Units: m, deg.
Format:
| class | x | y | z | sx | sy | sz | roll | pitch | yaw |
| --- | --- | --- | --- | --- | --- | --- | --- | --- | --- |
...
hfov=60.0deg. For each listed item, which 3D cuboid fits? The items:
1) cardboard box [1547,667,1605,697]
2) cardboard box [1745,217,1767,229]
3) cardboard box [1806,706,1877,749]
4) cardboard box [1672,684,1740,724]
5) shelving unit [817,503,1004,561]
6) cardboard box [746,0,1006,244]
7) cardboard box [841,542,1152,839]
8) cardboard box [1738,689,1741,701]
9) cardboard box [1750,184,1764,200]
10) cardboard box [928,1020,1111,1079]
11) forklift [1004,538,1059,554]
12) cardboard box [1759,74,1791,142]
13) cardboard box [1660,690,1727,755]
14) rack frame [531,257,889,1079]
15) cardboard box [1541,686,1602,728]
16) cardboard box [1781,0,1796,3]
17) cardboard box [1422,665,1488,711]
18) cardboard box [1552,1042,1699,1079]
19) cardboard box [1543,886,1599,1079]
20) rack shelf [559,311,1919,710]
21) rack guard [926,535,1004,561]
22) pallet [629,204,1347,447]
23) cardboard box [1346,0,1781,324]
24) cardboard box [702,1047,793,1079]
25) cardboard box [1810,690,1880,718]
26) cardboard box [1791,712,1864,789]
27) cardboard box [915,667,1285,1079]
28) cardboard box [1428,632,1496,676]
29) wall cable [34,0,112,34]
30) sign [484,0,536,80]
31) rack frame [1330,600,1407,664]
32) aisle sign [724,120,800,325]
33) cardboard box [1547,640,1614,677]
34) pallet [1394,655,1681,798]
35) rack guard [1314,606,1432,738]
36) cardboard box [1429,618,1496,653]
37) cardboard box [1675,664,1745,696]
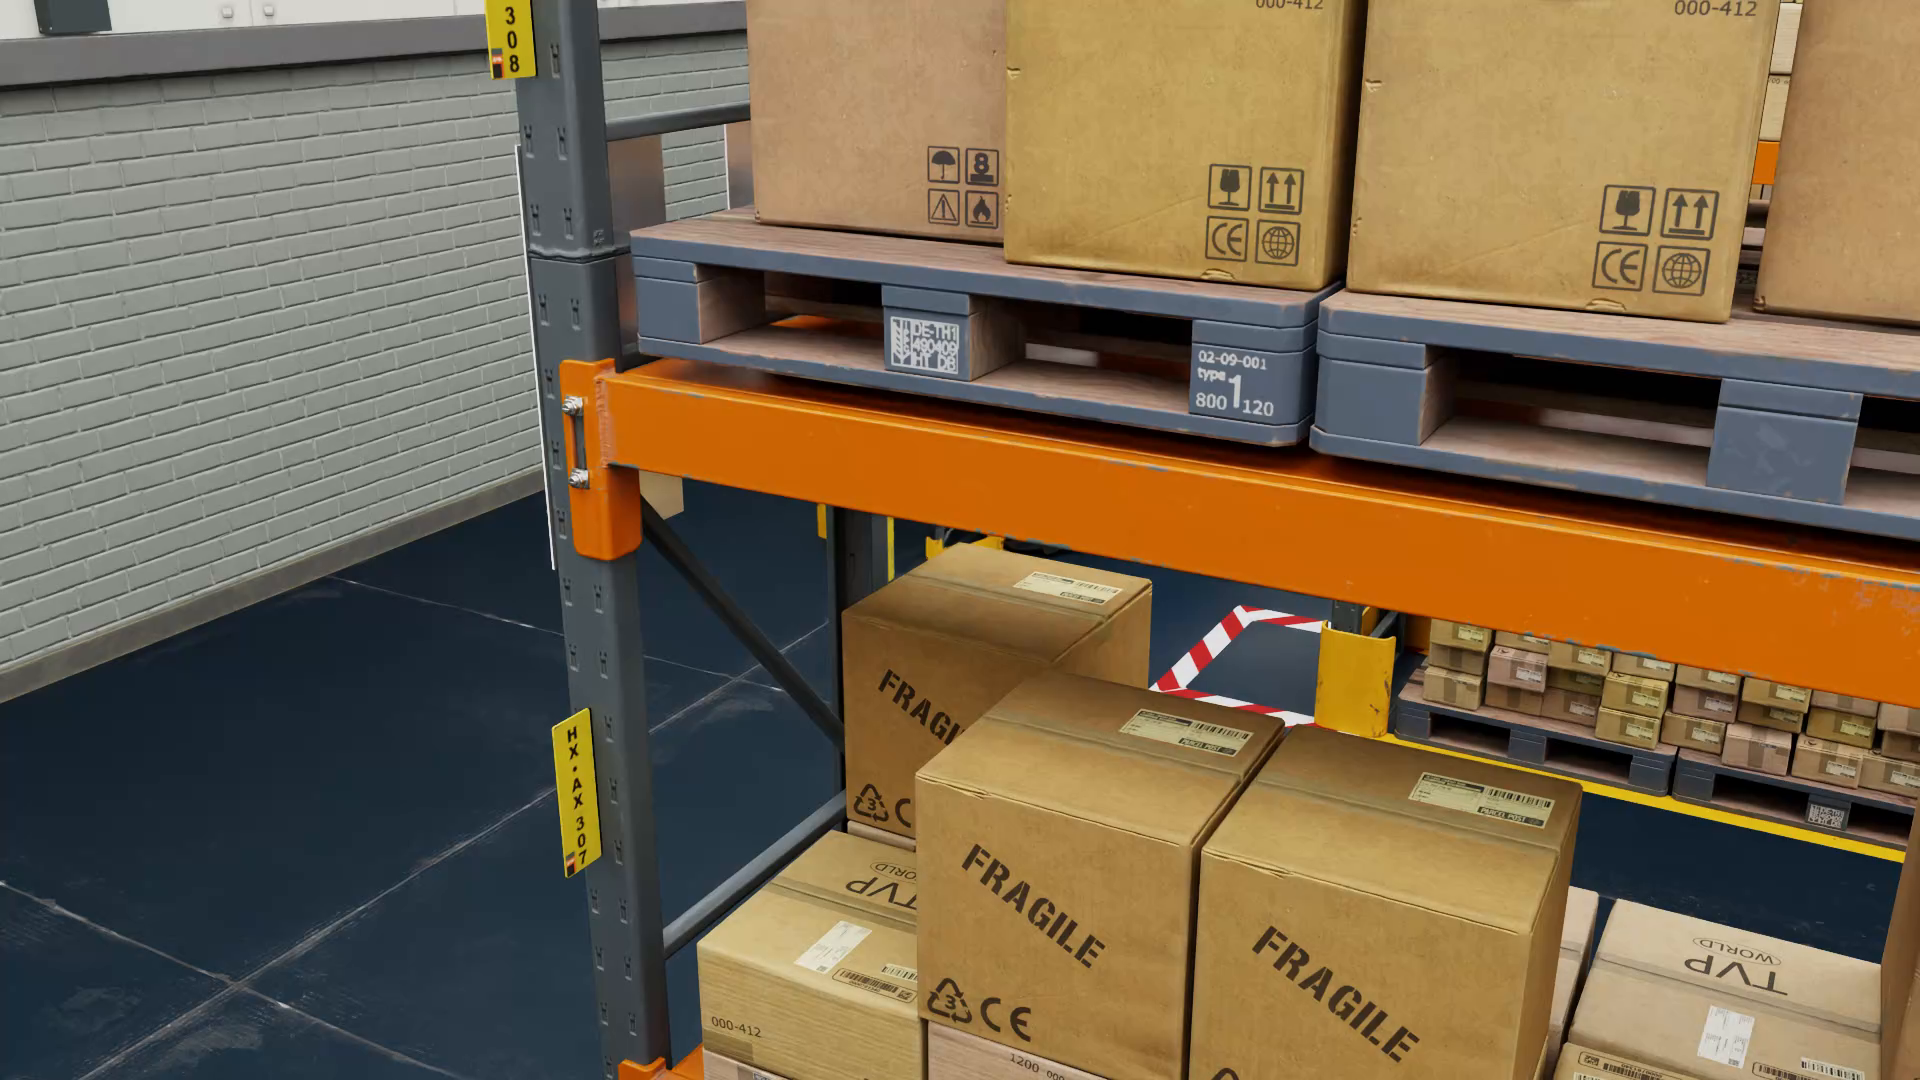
| class | x | y | z | sx | sy | sz | roll | pitch | yaw |
| --- | --- | --- | --- | --- | --- | --- | --- | --- | --- |
| cardboard box | 2.841 | 0.555 | 7.564 | 0.250 | 0.149 | 0.380 | 11 | 23 | 28 |
| cardboard box | 3.190 | -1.016 | 6.718 | 0.500 | 0.500 | 0.500 | 10 | 22 | 26 |
| cardboard box | 3.779 | 0.727 | 7.092 | 0.250 | 0.149 | 0.380 | 12 | 23 | 30 |
| cardboard box | 3.290 | 0.646 | 7.314 | 0.250 | 0.149 | 0.380 | 10 | 22 | 25 |
| shelving unit | -0.312 | -0.665 | 10.000 | 0.587 | 1.500 | 1.083 | -18 | 27 | -41 |
| cardboard box | 0.014 | -0.859 | 3.027 | 0.500 | 0.500 | 0.700 | 9 | 22 | 24 |
| cardboard box | 0.087 | 0.353 | 3.678 | 0.500 | 0.500 | 0.500 | 11 | 23 | 28 |
| cardboard box | 3.540 | 0.623 | 7.813 | 0.250 | 0.149 | 0.380 | 10 | 22 | 25 |
| cardboard box | 5.101 | -2.447 | 11.099 | 0.500 | 0.500 | 0.500 | 10 | 22 | 26 |
| cardboard box | 0.278 | 0.947 | 3.139 | 0.500 | 0.250 | 0.500 | 10 | 22 | 27 |
| forklift | 1.500 | -1.610 | 10.504 | 3.031 | 2.935 | 1.130 | -9 | 22 | -23 |
| cardboard box | 3.222 | -1.706 | 6.491 | 0.500 | 0.250 | 0.500 | 10 | 22 | 26 |
| cardboard box | 3.270 | 0.785 | 7.368 | 0.250 | 0.149 | 0.380 | 11 | 23 | 27 |
| rack frame | -0.466 | 0.772 | 3.839 | 0.127 | 3.000 | 1.000 | 11 | 23 | 27 |
| cardboard box | 2.831 | 0.696 | 7.614 | 0.250 | 0.149 | 0.380 | 11 | 23 | 28 |
| cardboard box | 3.116 | -2.162 | 6.429 | 0.250 | 0.149 | 0.380 | 12 | 23 | 29 |
| cardboard box | 2.342 | 0.637 | 7.775 | 0.250 | 0.149 | 0.380 | 11 | 23 | 28 |
| cardboard box | 1.173 | 1.117 | 2.671 | 0.500 | 0.250 | 0.500 | 10 | 22 | 26 |
| cardboard box | 0.973 | 0.873 | 3.343 | 0.500 | 0.250 | 0.500 | 10 | 22 | 25 |
| rack shelf | 1.280 | 0.032 | 2.533 | 4.000 | 0.370 | 1.077 | 11 | 23 | 27 |
| rack guard | 0.033 | 0.045 | 9.876 | 0.587 | 0.250 | 0.087 | -18 | 27 | -41 |
| pallet | 0.186 | -0.476 | 3.011 | 1.213 | 0.211 | 1.003 | 11 | 23 | 27 |
| cardboard box | 0.921 | -0.658 | 2.473 | 0.500 | 0.500 | 0.700 | 9 | 22 | 24 |
| cardboard box | -0.317 | 1.047 | 3.448 | 0.250 | 0.149 | 0.380 | 11 | 23 | 28 |
| cardboard box | 3.757 | 0.590 | 7.033 | 0.250 | 0.149 | 0.380 | 11 | 23 | 27 |
| cardboard box | 3.699 | 0.890 | 7.076 | 0.250 | 0.149 | 0.380 | 11 | 23 | 27 |
| cardboard box | 0.258 | 0.593 | 3.015 | 0.500 | 0.500 | 0.500 | 10 | 22 | 26 |
| cardboard box | 2.373 | 0.478 | 7.776 | 0.250 | 0.149 | 0.380 | 12 | 23 | 30 |
| wall cable | -3.722 | -5.527 | 7.688 | 0.120 | 5.999 | 2.277 | 11 | 23 | 27 |
| sign | -0.742 | -0.922 | 2.712 | 0.005 | 0.325 | 0.100 | 11 | 23 | 27 |
| rack frame | 2.041 | -0.688 | 7.863 | 0.127 | 3.000 | 1.000 | 11 | 23 | 27 |
| aisle sign | -0.383 | -0.552 | 3.675 | 0.004 | 0.787 | 0.394 | 11 | 23 | 27 |
| cardboard box | 2.789 | 0.453 | 7.409 | 0.250 | 0.149 | 0.380 | 11 | 23 | 27 |
| pallet | 2.799 | 0.781 | 7.902 | 1.213 | 0.211 | 1.003 | 11 | 23 | 27 |
| rack guard | 2.107 | 0.500 | 8.254 | 0.348 | 0.500 | 1.175 | 11 | 23 | 27 |
| cardboard box | 2.333 | 0.363 | 7.657 | 0.250 | 0.149 | 0.380 | 10 | 22 | 25 |
| cardboard box | 3.284 | 0.519 | 7.228 | 0.250 | 0.149 | 0.380 | 12 | 23 | 29 |
